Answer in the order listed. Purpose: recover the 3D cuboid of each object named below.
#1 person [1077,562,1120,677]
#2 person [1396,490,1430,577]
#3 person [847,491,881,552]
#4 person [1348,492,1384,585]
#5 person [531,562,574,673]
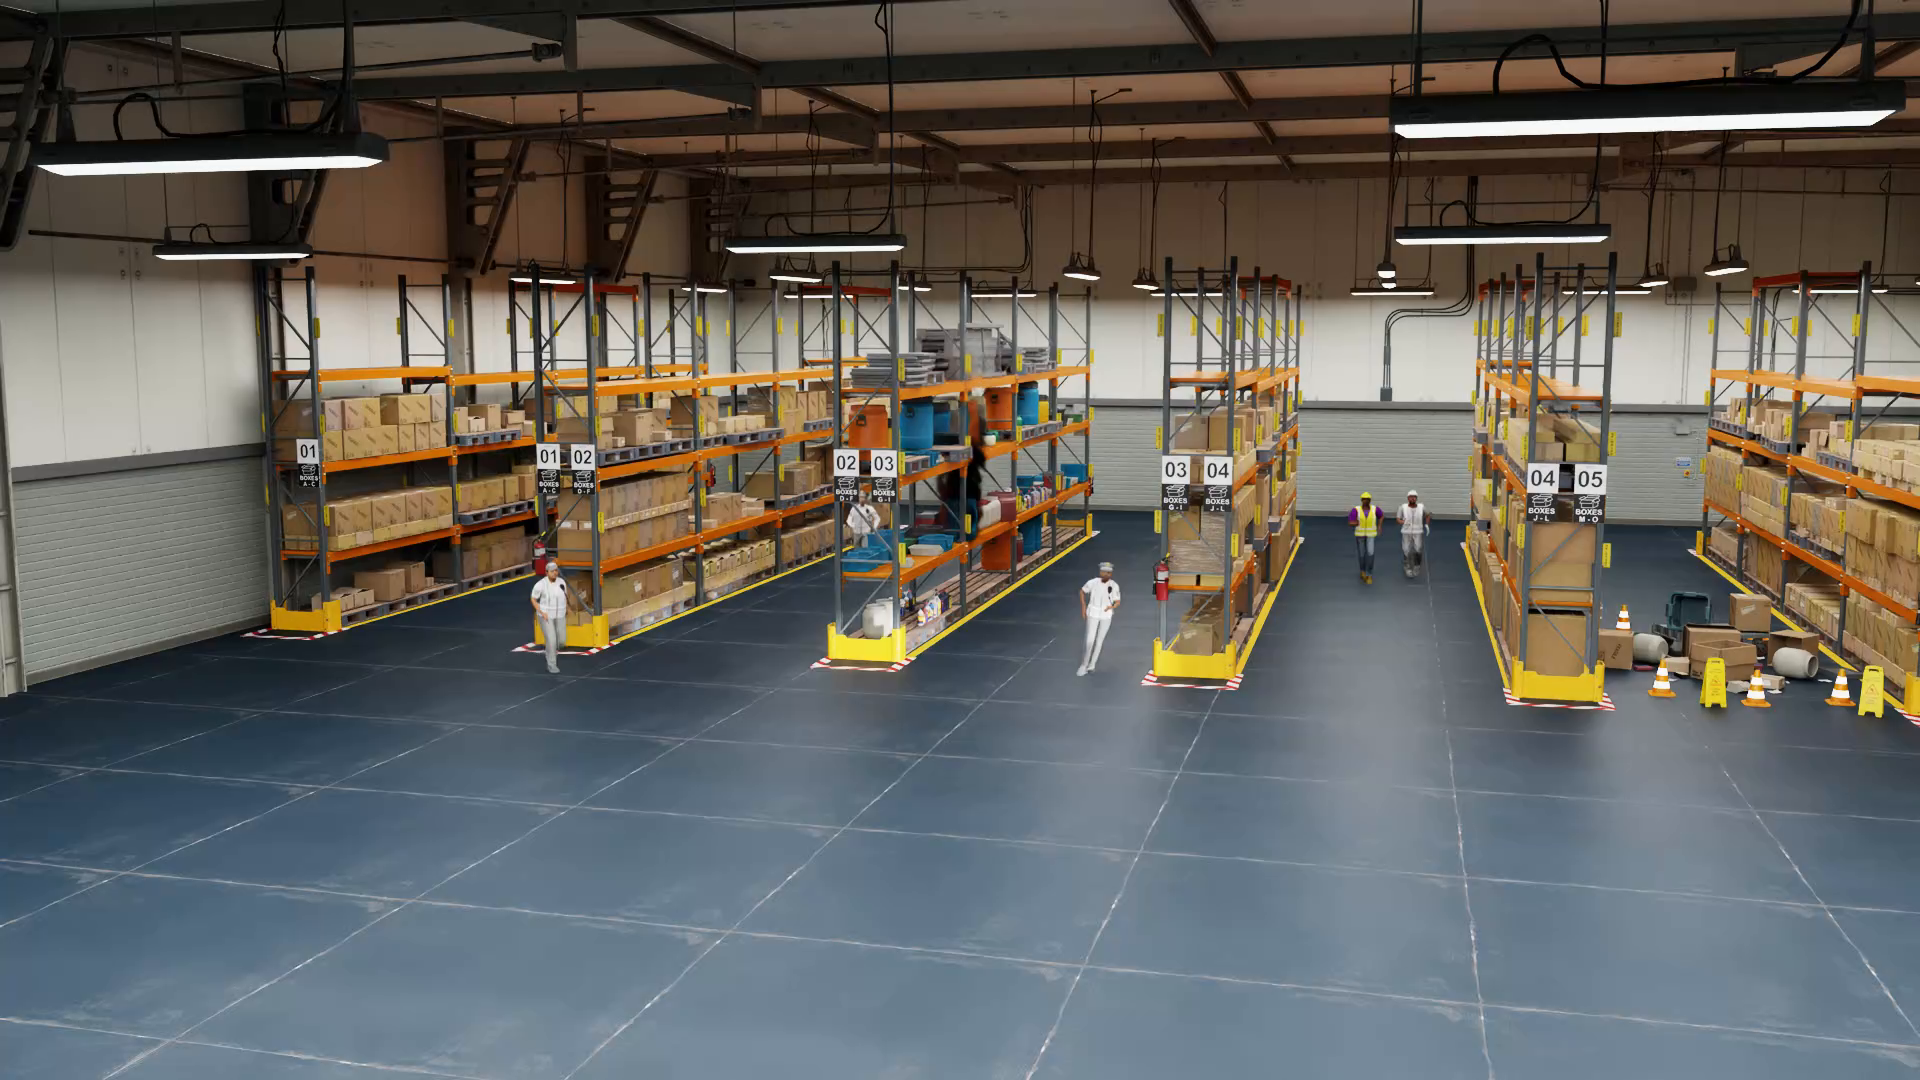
[{"bbox_3d":[2.008,1.146,24.094,0.625,1.692,0.697,0,7,1],"label":"person"},{"bbox_3d":[9.105,-0.124,33.459,0.662,1.748,0.659,2,8,15],"label":"person"},{"bbox_3d":[-1.874,-0.112,31.629,0.566,1.673,0.721,1,7,9],"label":"person"},{"bbox_3d":[8.019,-0.039,32.906,0.677,1.830,0.791,2,8,16],"label":"person"},{"bbox_3d":[-6.037,1.118,24.480,0.591,1.619,0.568,-6,9,-40],"label":"person"}]
